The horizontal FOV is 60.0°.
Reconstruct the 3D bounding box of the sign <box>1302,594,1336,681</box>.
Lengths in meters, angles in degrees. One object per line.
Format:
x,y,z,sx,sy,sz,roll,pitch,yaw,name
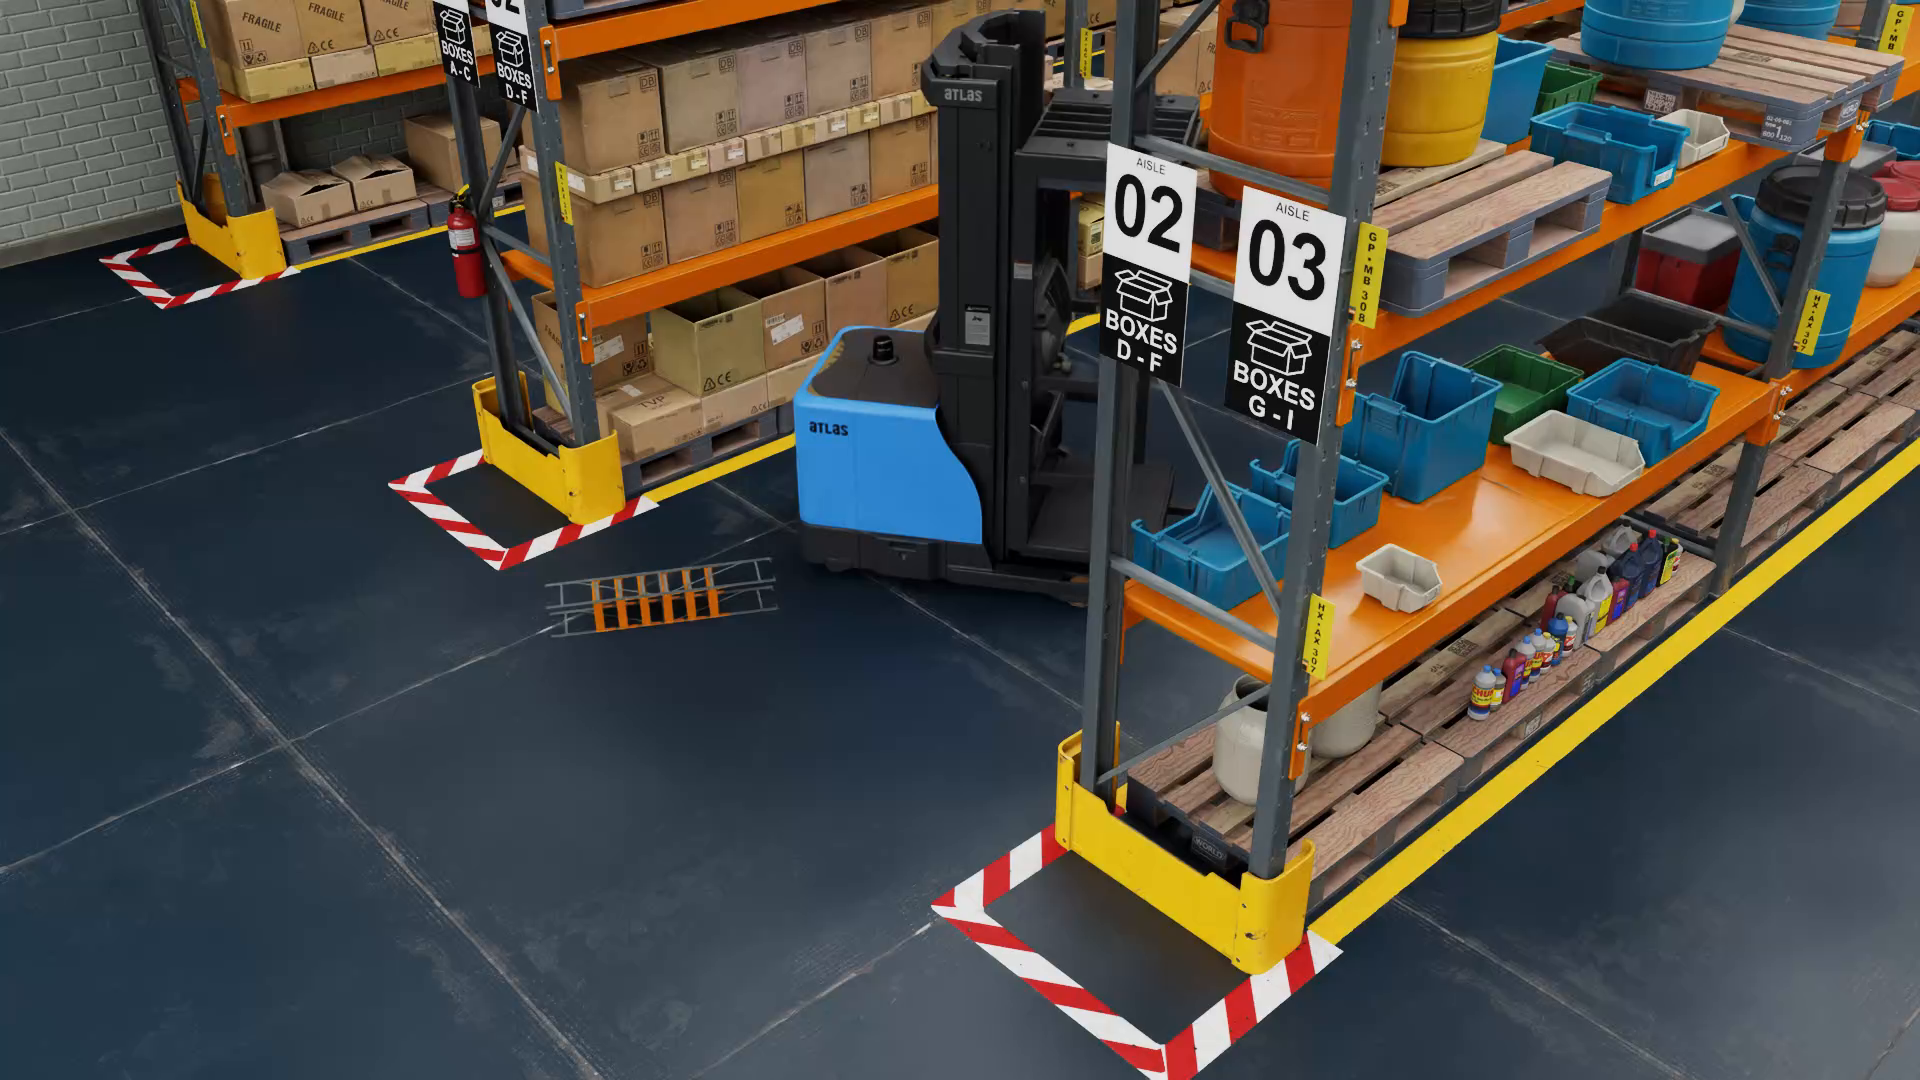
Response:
1.267,0.345,5.880,0.005,0.325,0.100,-26,40,-35,sign

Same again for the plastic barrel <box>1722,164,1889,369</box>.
4.318,-1.403,8.523,0.708,0.901,0.600,-26,40,-35,plastic barrel

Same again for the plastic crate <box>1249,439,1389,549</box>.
1.540,-0.206,7.188,0.408,0.251,0.499,-26,40,-35,plastic crate

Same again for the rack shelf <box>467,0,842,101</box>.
-1.003,-3.328,9.965,4.000,0.370,1.077,-26,40,-35,rack shelf

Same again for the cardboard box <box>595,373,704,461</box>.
-1.925,-0.757,10.180,0.500,0.250,0.500,-26,40,-35,cardboard box

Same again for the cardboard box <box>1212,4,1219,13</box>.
2.178,-3.924,13.031,0.500,0.500,0.500,27,40,36,cardboard box

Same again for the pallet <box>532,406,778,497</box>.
-1.937,-0.743,10.597,1.213,0.211,1.003,-26,40,-35,pallet

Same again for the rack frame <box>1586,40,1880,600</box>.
3.829,-1.168,8.619,0.127,3.000,1.000,-26,40,-35,rack frame

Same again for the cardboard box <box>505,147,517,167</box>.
-4.093,-3.370,14.531,0.380,0.149,0.250,26,40,35,cardboard box

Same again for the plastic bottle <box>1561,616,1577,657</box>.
2.985,0.468,8.204,0.097,0.201,0.097,0,31,0,plastic bottle

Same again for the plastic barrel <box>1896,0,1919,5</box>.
5.014,-3.389,8.895,0.708,0.901,0.600,-26,40,-35,plastic barrel

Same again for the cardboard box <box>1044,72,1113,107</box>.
0.795,-3.192,12.072,0.500,0.250,0.500,-23,38,-33,cardboard box

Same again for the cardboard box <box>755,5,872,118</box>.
-0.961,-2.966,10.221,0.500,0.500,0.700,-26,40,-35,cardboard box

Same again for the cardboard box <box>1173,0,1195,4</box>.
2.571,-6.777,19.450,0.750,0.750,0.750,-25,40,-35,cardboard box

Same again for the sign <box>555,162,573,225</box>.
-2.096,-1.834,8.803,0.005,0.325,0.100,-26,40,-35,sign

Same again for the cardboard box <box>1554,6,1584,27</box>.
6.555,-5.334,17.406,0.500,0.500,0.500,-26,40,-35,cardboard box

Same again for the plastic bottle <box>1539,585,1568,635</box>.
2.981,0.340,8.335,0.133,0.283,0.061,-26,40,-35,plastic bottle

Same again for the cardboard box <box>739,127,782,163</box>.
-1.279,-2.388,9.897,0.250,0.149,0.380,-27,41,-37,cardboard box

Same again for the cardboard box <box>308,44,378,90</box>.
-4.895,-3.725,12.925,0.500,0.250,0.500,-27,41,-37,cardboard box

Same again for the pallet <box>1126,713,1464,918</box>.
1.519,1.109,7.568,1.213,0.211,1.003,-26,40,-35,pallet

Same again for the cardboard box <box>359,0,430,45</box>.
-4.533,-4.210,13.000,0.500,0.500,0.500,-27,41,-37,cardboard box

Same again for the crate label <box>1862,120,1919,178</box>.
5.850,-2.353,10.523,0.616,0.435,0.502,-26,40,-35,crate label

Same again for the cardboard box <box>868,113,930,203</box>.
-0.610,-2.581,10.834,0.500,0.500,0.700,-25,39,-35,cardboard box

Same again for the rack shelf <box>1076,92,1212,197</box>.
1.931,-3.467,13.068,4.000,0.370,1.077,-26,40,-35,rack shelf

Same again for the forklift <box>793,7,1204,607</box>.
0.672,-1.169,8.687,3.031,2.935,1.130,7,32,11,forklift

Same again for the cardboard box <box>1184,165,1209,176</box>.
1.686,-2.720,12.854,0.500,0.311,0.500,-27,41,-37,cardboard box

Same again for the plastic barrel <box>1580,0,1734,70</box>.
3.027,-2.529,7.086,0.708,0.901,0.600,-26,40,-35,plastic barrel

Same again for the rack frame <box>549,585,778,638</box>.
-1.593,0.383,8.947,1.200,0.006,0.240,-7,32,-11,rack frame

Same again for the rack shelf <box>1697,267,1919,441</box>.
5.296,-1.571,9.967,4.000,0.370,1.077,-26,40,-35,rack shelf

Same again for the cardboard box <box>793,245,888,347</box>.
-0.823,-1.608,10.852,0.500,0.500,0.500,-26,40,-35,cardboard box

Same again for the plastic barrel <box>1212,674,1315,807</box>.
1.327,0.870,7.268,0.421,0.512,0.421,0,31,0,plastic barrel

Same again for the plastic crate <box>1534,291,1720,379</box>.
3.359,-1.004,8.411,0.504,0.338,0.767,-26,40,-35,plastic crate

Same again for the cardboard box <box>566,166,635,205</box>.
-2.035,-2.022,9.297,0.250,0.149,0.380,-26,40,-36,cardboard box

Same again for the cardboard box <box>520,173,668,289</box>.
-2.118,-1.849,9.637,0.500,0.500,0.700,-26,40,-35,cardboard box

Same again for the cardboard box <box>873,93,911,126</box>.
-0.522,-2.755,10.497,0.250,0.149,0.380,-25,39,-34,cardboard box

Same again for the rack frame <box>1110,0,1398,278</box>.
0.896,-2.309,4.734,0.127,3.000,1.000,-26,40,-35,rack frame

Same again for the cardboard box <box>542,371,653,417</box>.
-2.277,-0.955,10.504,0.500,0.250,0.500,-26,40,-35,cardboard box

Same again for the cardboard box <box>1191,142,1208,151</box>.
1.682,-3.103,13.479,0.500,0.311,0.500,-26,40,-36,cardboard box

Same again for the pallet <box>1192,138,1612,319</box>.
1.569,-1.204,5.984,1.213,0.211,1.003,-26,40,-35,pallet

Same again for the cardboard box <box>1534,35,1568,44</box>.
5.795,-4.566,16.151,0.500,0.500,0.500,-26,40,-35,cardboard box

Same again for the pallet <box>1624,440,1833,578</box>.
4.379,-0.272,9.826,1.213,0.211,1.003,-26,40,-35,pallet

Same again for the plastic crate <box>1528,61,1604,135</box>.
2.487,-1.902,7.147,0.450,0.188,0.336,-26,40,-35,plastic crate

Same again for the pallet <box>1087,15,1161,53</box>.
1.550,-5.868,18.979,1.213,0.211,1.003,-26,40,-35,pallet

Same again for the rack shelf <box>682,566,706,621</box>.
-1.433,0.286,8.931,0.103,0.180,0.258,-7,32,-11,rack shelf

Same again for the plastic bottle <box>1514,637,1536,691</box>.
2.689,0.582,7.951,0.097,0.271,0.097,0,31,0,plastic bottle

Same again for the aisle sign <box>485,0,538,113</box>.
-2.309,-2.614,8.492,0.004,0.787,0.394,-26,40,-35,aisle sign

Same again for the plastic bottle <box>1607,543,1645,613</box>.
3.412,0.181,8.530,0.144,0.351,0.185,27,40,37,plastic bottle

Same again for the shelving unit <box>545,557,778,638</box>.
-1.593,0.305,8.899,1.200,0.189,0.258,-7,32,-11,shelving unit

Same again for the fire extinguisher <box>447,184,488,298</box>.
-2.872,-1.748,9.642,0.183,0.674,0.296,-26,40,-35,fire extinguisher
